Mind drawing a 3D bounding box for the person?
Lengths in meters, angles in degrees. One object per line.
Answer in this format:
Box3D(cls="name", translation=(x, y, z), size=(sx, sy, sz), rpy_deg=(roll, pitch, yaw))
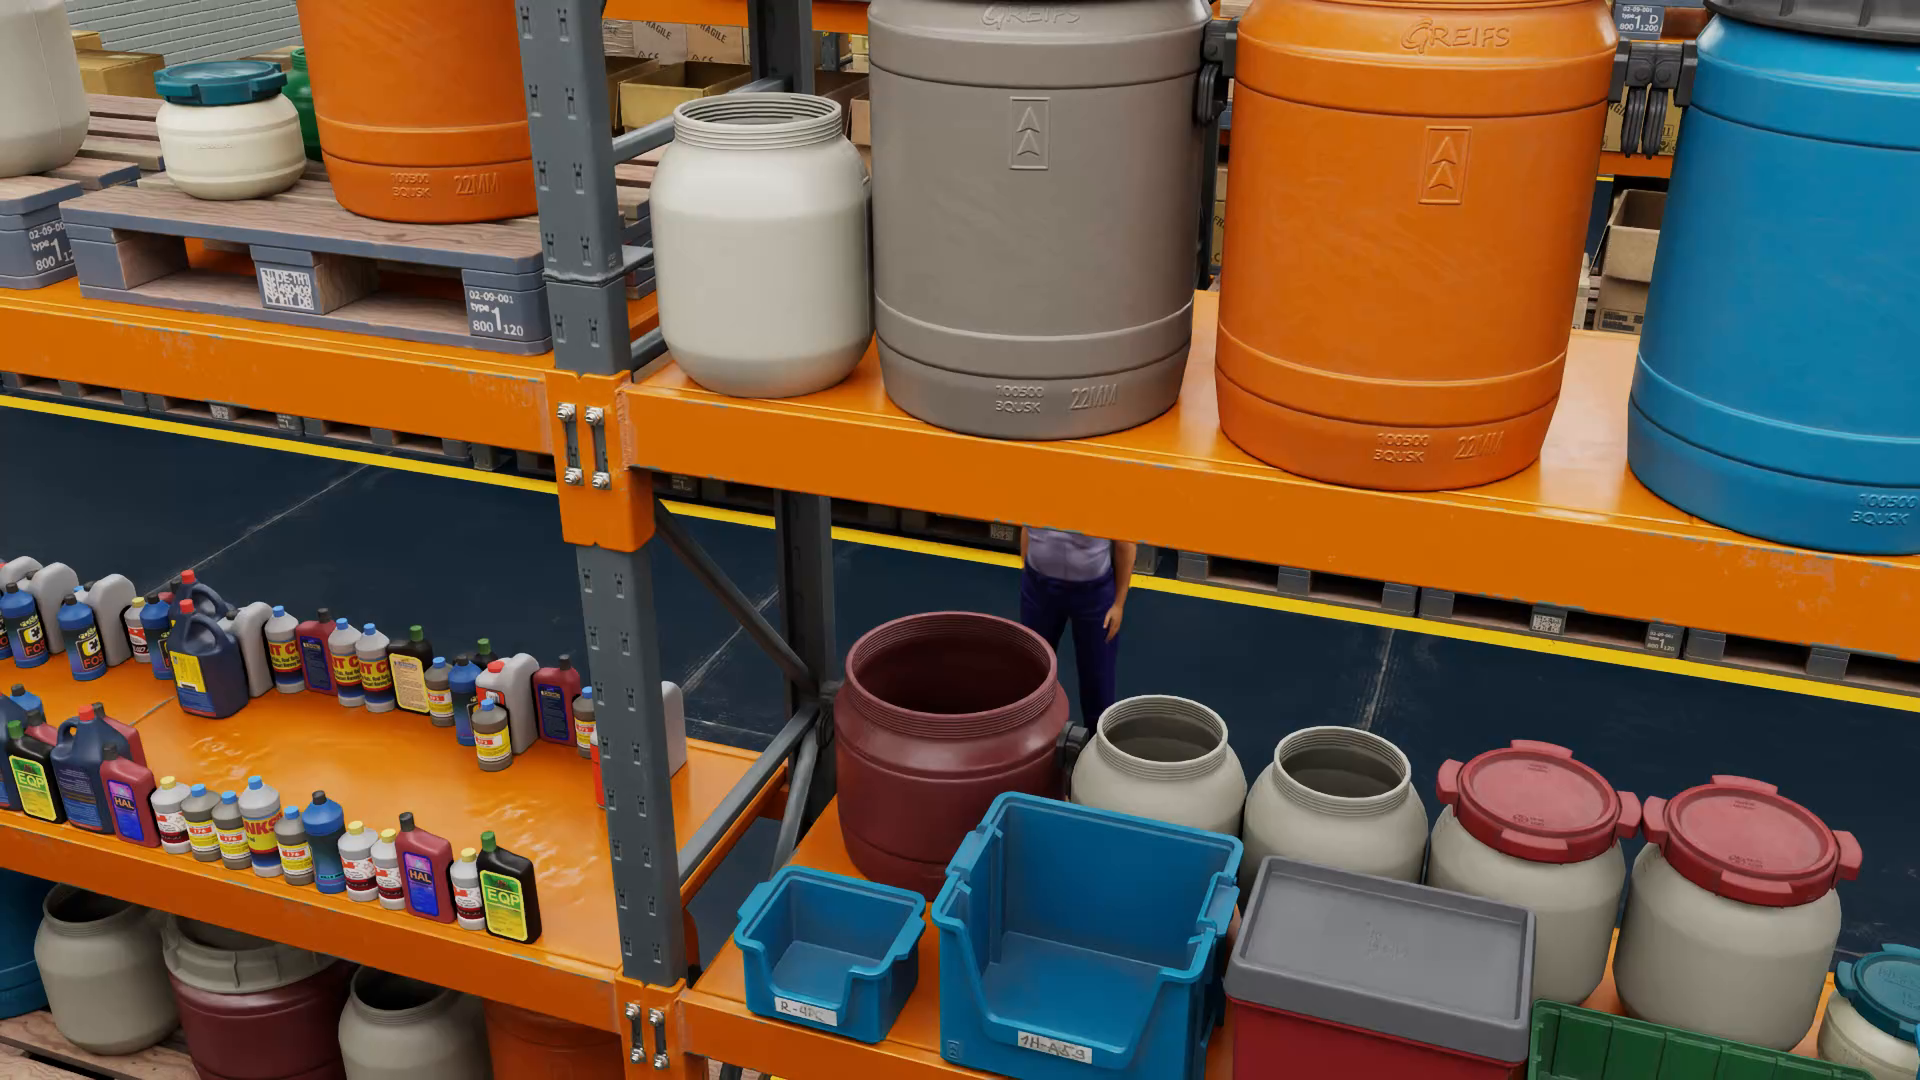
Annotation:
Box3D(cls="person", translation=(0.457, 0.320, 6.699), size=(0.473, 1.457, 0.308), rpy_deg=(9, 27, 19))
